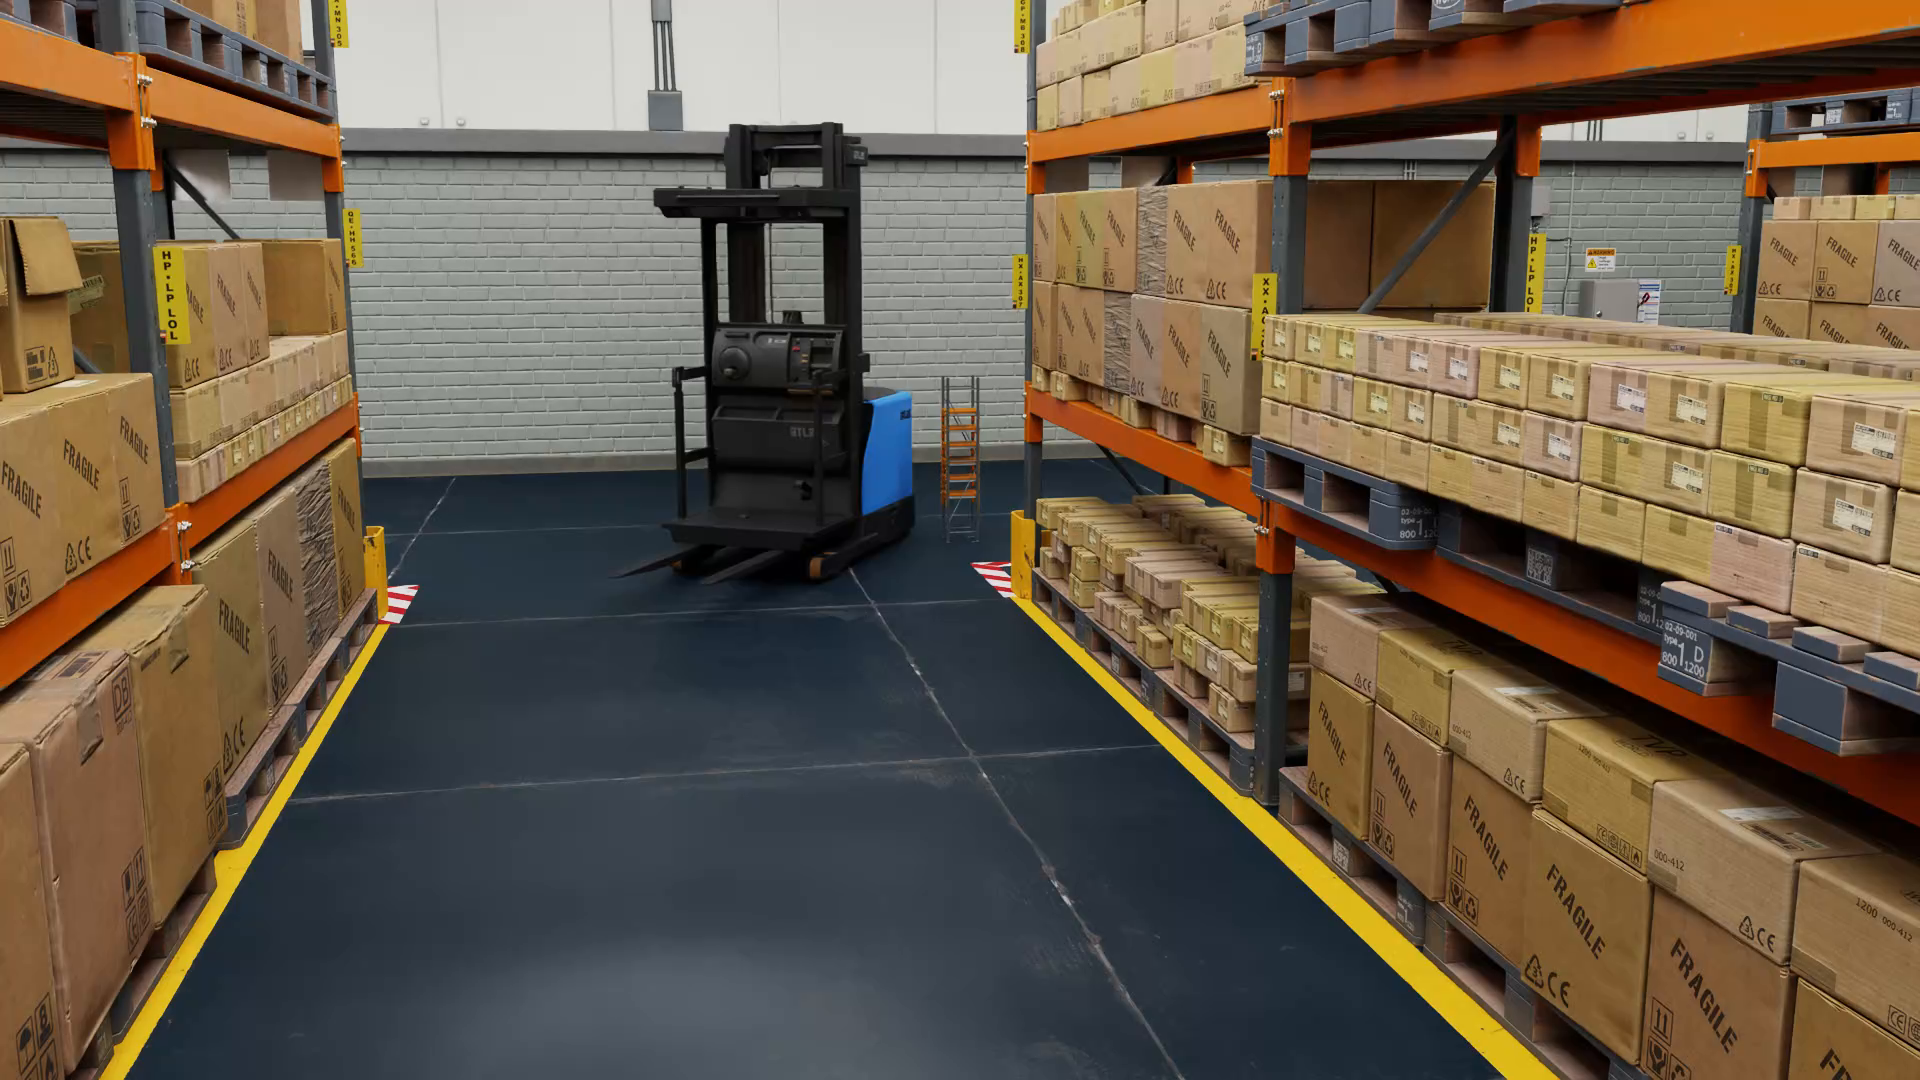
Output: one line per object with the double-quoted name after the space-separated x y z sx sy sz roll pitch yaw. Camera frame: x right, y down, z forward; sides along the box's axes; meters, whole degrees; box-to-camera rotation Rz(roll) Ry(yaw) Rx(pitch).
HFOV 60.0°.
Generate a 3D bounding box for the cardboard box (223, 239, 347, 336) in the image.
-3.629 -1.370 8.971 0.500 0.500 0.500 -2 11 -10 "cardboard box"

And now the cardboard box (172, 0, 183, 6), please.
-3.515 -2.293 6.543 0.700 0.500 0.500 -2 11 -8 "cardboard box"

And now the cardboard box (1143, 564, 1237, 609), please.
1.096 0.222 7.921 0.380 0.149 0.250 -3 11 -14 "cardboard box"

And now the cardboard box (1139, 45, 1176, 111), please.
1.136 -2.102 7.598 0.500 0.250 0.500 -2 11 -12 "cardboard box"

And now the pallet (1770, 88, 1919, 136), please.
5.894 -2.664 10.383 1.003 0.211 1.213 -2 11 -11 "pallet"

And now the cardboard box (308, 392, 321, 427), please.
-3.389 -0.645 8.234 0.380 0.149 0.250 -2 11 -12 "cardboard box"

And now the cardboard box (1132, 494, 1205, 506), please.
1.255 -0.181 10.035 0.380 0.149 0.250 -2 11 -10 "cardboard box"

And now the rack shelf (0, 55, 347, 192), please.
-3.593 -1.762 7.334 1.077 0.370 4.000 -2 11 -11 "rack shelf"

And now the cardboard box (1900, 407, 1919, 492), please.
1.914 -0.152 2.929 0.380 0.149 0.250 -3 11 -13 "cardboard box"

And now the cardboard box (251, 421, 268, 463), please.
-3.141 -0.410 6.999 0.380 0.149 0.250 -2 11 -12 "cardboard box"

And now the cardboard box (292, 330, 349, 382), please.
-3.627 -1.002 9.045 0.500 0.250 0.500 -2 11 -12 "cardboard box"

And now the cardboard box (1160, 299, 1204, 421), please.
1.210 -0.806 7.346 0.500 0.500 0.500 -2 11 -13 "cardboard box"

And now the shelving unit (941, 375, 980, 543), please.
0.003 -0.587 12.070 0.258 1.200 0.189 -2 11 -11 "shelving unit"

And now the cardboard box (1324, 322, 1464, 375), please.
1.414 -0.625 5.417 0.380 0.149 0.250 -2 11 -11 "cardboard box"

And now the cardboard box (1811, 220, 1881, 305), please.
5.661 -1.717 10.252 0.500 0.500 0.500 -2 11 -13 "cardboard box"

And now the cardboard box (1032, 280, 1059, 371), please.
0.720 -1.274 9.802 0.500 0.500 0.500 -2 11 -8 "cardboard box"

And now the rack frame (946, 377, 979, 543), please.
0.021 -0.570 11.982 0.240 1.200 0.006 -2 11 -11 "rack frame"

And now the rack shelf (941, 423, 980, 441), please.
0.003 -0.779 12.034 0.258 0.103 0.180 -2 11 -11 "rack shelf"

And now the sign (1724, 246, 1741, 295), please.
5.194 -1.814 11.179 0.100 0.325 0.005 -2 11 -11 "sign"

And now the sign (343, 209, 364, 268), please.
-3.447 -1.711 9.434 0.100 0.325 0.005 -2 11 -11 "sign"

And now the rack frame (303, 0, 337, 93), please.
-3.982 -3.956 8.914 1.000 3.000 0.127 -2 11 -11 "rack frame"

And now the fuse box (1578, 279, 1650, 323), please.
6.709 -1.819 17.178 0.539 1.711 0.414 -2 11 -11 "fuse box"

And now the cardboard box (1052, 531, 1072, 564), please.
0.751 0.035 9.696 0.380 0.149 0.250 -2 11 -11 "cardboard box"

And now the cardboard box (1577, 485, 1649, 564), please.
1.717 -0.048 3.975 0.380 0.149 0.250 -3 11 -14 "cardboard box"

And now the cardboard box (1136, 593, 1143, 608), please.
1.110 0.271 8.456 0.380 0.149 0.250 -2 11 -8 "cardboard box"

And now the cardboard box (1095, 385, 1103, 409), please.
0.948 -0.786 8.977 0.380 0.149 0.250 -2 11 -12 "cardboard box"

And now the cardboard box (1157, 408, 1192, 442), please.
1.138 -0.549 7.730 0.380 0.149 0.250 -3 11 -13 "cardboard box"

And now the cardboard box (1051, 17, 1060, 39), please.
0.743 -2.944 9.619 0.380 0.149 0.250 -2 11 -11 "cardboard box"

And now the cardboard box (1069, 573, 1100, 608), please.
0.820 0.272 9.244 0.380 0.149 0.250 -2 11 -10 "cardboard box"

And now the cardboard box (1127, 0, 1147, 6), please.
1.006 -2.608 7.851 0.380 0.149 0.250 -2 11 -12 "cardboard box"

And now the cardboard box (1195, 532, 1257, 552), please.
1.460 0.060 8.771 0.380 0.149 0.250 -3 11 -13 "cardboard box"

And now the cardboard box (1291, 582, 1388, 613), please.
1.725 0.297 7.525 0.380 0.149 0.250 -2 11 -12 "cardboard box"

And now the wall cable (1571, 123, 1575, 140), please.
5.095 -5.376 16.376 2.355 3.000 0.029 -2 11 -11 "wall cable"

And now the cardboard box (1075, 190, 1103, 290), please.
0.914 -1.577 8.720 0.500 0.500 0.500 -2 11 -12 "cardboard box"

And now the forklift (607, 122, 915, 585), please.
-1.292 -1.252 10.935 1.130 2.935 3.031 4 11 18 "forklift"

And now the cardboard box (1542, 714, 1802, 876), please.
1.877 0.648 4.327 0.500 0.250 0.500 -2 11 -10 "cardboard box"

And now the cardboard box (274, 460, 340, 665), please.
-3.602 0.110 8.156 0.875 0.875 0.875 -2 11 -11 "cardboard box"

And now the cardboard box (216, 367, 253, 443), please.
-3.130 -0.535 6.589 0.500 0.250 0.500 -2 11 -11 "cardboard box"

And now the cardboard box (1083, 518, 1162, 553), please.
0.896 -0.021 9.194 0.380 0.149 0.250 -3 11 -14 "cardboard box"

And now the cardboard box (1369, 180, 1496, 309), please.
1.833 -1.215 6.821 0.500 0.500 0.500 -2 11 -10 "cardboard box"

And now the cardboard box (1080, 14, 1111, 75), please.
0.923 -2.537 8.547 0.500 0.250 0.500 -2 11 -10 "cardboard box"

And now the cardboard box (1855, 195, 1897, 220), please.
5.664 -2.008 10.048 0.380 0.149 0.250 -2 11 -13 "cardboard box"

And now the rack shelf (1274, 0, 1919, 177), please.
2.070 -1.190 4.330 1.077 0.370 4.000 -2 11 -11 "rack shelf"

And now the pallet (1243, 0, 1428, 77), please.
1.697 -1.701 5.592 1.213 0.211 1.003 -2 11 -11 "pallet"

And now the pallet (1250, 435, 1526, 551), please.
1.687 -0.197 5.724 1.003 0.211 1.213 -2 11 -11 "pallet"

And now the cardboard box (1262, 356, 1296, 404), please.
1.307 -0.577 5.959 0.380 0.149 0.250 -2 11 -10 "cardboard box"

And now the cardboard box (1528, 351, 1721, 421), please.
1.665 -0.389 4.176 0.380 0.149 0.250 -2 11 -8 "cardboard box"

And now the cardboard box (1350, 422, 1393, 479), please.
1.459 -0.288 5.237 0.380 0.149 0.250 -2 11 -10 "cardboard box"

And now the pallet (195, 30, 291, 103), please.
-3.586 -2.079 7.312 1.003 0.211 1.213 -2 11 -11 "pallet"

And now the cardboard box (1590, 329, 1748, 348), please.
2.148 -0.556 5.051 0.380 0.149 0.250 -2 11 -13 "cardboard box"

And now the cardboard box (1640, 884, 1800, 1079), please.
1.978 1.112 3.896 0.500 0.500 0.500 -2 11 -9 "cardboard box"

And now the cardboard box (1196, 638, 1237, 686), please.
1.243 0.516 7.171 0.380 0.149 0.250 -3 11 -14 "cardboard box"

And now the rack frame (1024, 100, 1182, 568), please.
0.903 -1.171 10.325 1.000 3.000 0.127 -2 11 -11 "rack frame"

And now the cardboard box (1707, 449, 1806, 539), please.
1.809 -0.104 3.471 0.380 0.149 0.250 -2 11 -10 "cardboard box"

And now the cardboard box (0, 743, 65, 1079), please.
-2.705 1.005 3.455 1.225 0.875 0.875 -2 11 -11 "cardboard box"

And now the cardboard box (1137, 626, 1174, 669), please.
1.069 0.508 8.008 0.380 0.149 0.250 -2 11 -11 "cardboard box"

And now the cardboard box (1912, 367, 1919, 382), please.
2.410 -0.313 3.778 0.380 0.149 0.250 -3 11 -13 "cardboard box"

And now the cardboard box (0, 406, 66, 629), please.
-2.647 -0.062 4.232 0.500 0.500 0.500 -2 11 -12 "cardboard box"

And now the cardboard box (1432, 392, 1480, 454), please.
1.567 -0.337 4.696 0.380 0.149 0.250 -2 11 -12 "cardboard box"

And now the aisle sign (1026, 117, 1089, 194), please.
0.595 -2.450 10.095 0.394 0.787 0.004 -2 11 -11 "aisle sign"
